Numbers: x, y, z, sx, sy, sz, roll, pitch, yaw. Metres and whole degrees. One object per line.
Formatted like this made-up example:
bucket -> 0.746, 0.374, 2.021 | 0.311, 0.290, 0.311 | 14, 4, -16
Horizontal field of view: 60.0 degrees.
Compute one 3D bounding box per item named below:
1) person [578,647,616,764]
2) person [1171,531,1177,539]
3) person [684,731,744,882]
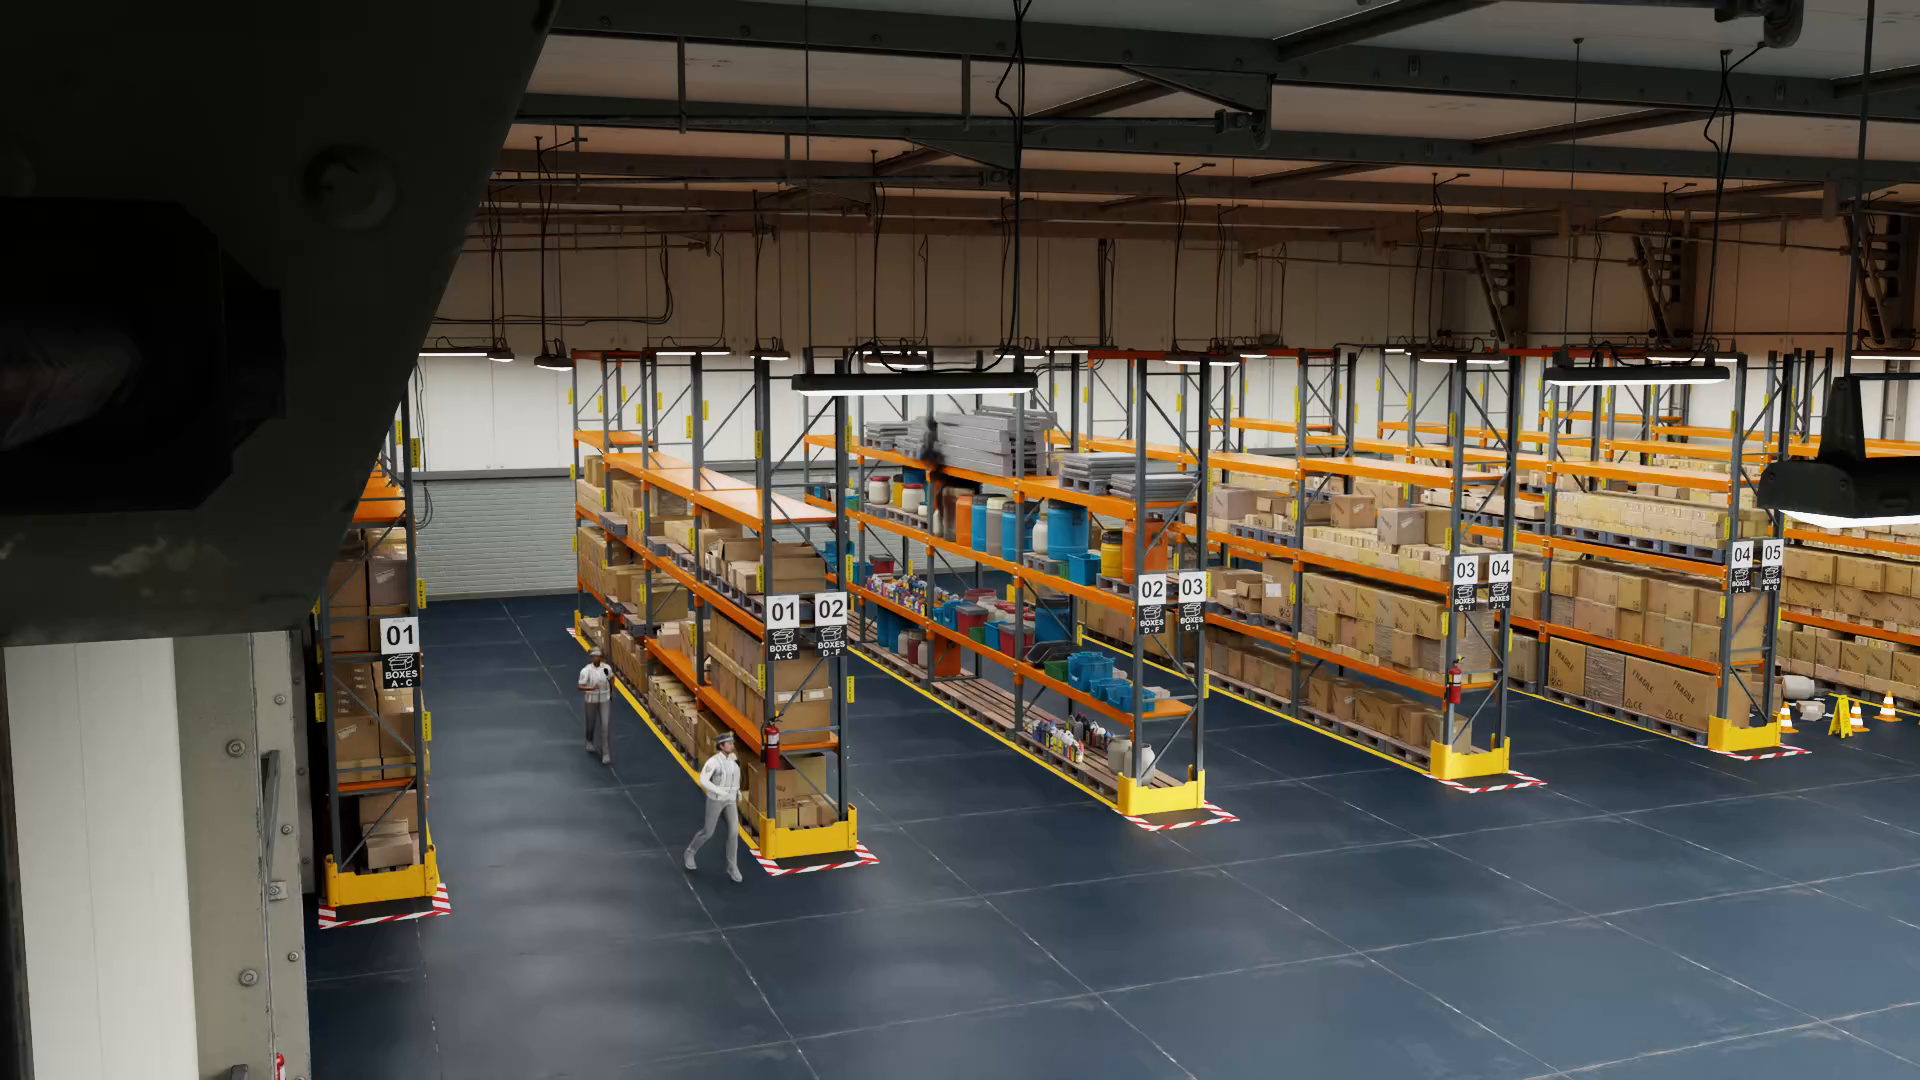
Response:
person -> -5.381, 2.406, 24.713 | 0.575, 1.680, 0.938 | -3, 8, -20
person -> 5.007, 0.557, 39.263 | 0.687, 1.796, 0.896 | -1, 7, -11
person -> -2.769, 3.075, 19.513 | 0.907, 1.681, 0.678 | 7, 10, 43
